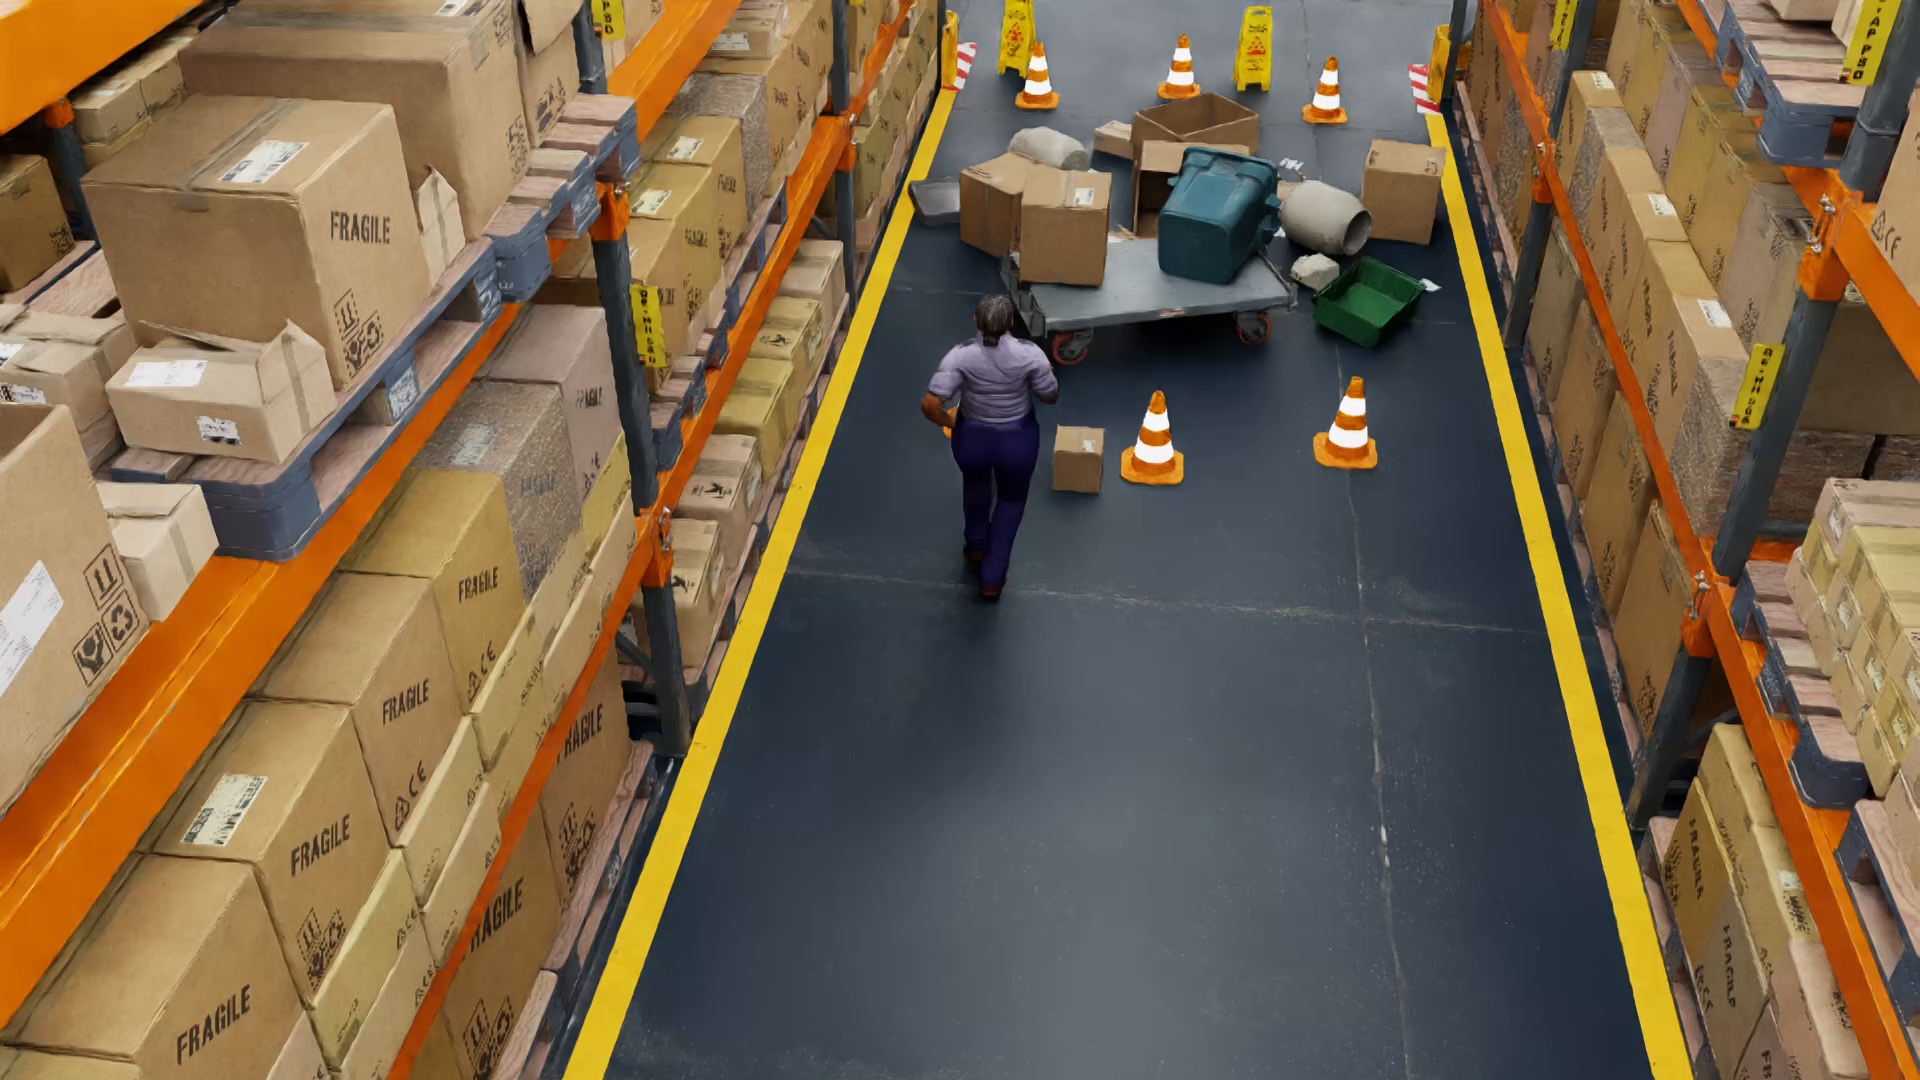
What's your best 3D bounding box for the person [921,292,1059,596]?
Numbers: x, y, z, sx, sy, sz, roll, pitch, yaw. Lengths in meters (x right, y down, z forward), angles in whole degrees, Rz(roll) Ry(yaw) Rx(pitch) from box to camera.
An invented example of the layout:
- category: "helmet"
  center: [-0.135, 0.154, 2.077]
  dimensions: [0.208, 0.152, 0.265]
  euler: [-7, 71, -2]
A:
- category: "person"
  center: [0.159, -0.443, 7.720]
  dimensions: [0.586, 1.667, 0.627]
  euler: [6, 37, 8]
